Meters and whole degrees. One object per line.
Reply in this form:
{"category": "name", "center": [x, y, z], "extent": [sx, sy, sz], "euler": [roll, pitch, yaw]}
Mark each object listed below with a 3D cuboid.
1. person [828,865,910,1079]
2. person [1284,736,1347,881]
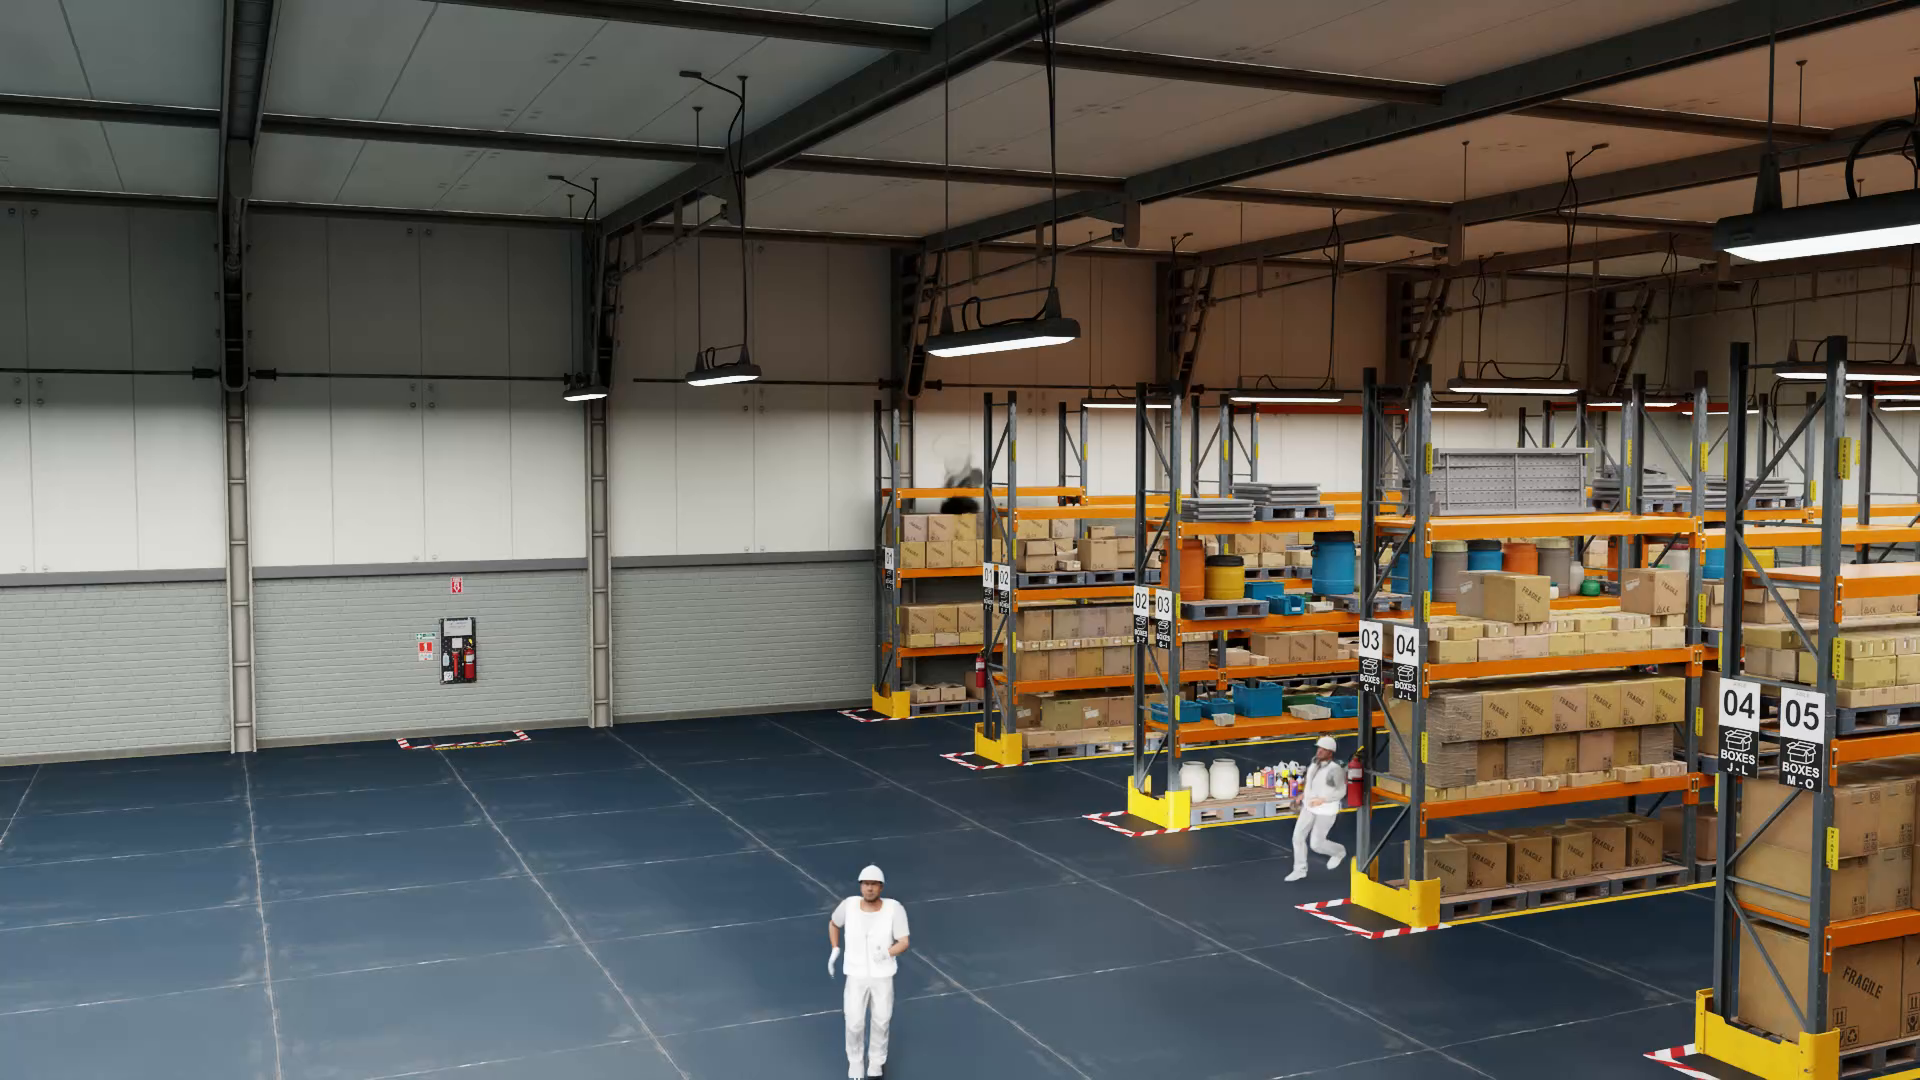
{"category": "person", "center": [-0.731, 3.496, 13.321], "extent": [0.662, 1.764, 0.683], "euler": [0, 3, -1]}
{"category": "person", "center": [4.287, 3.171, 19.608], "extent": [0.793, 1.750, 0.697], "euler": [-2, 4, -29]}
